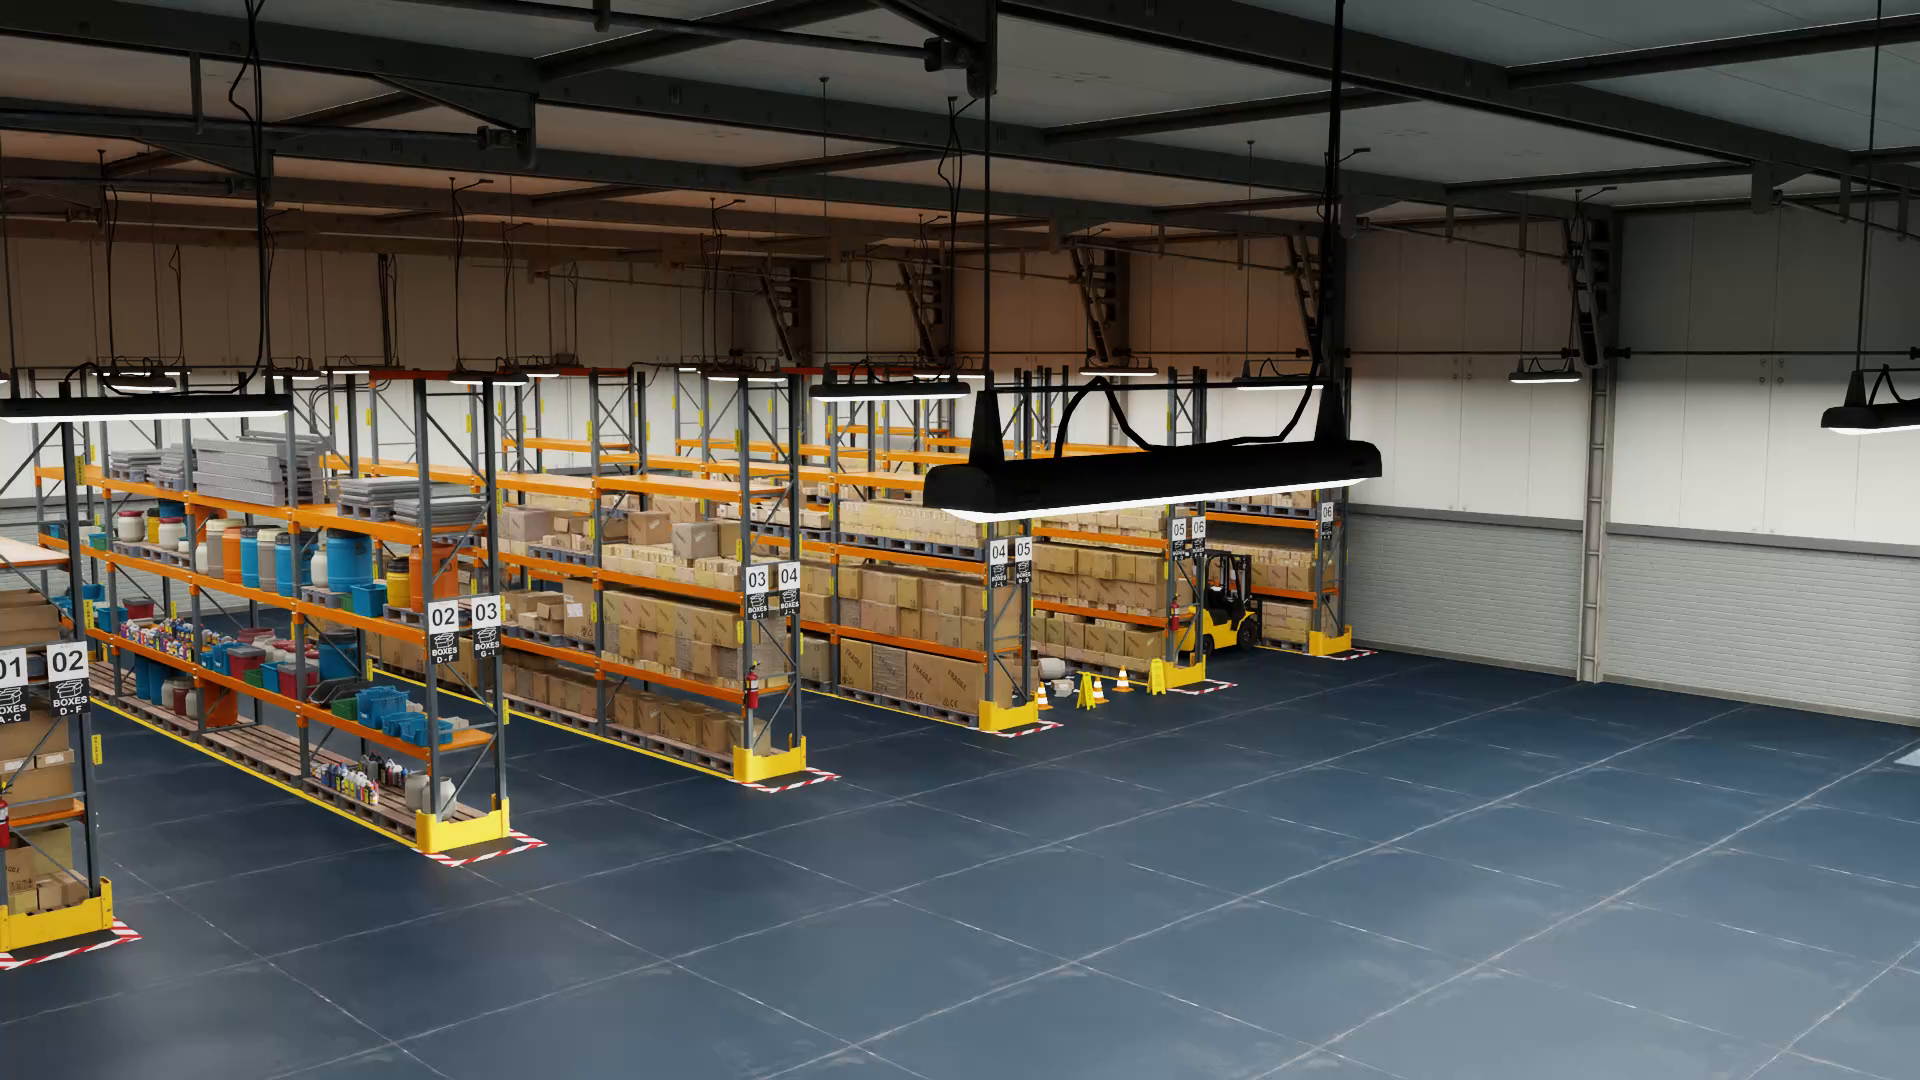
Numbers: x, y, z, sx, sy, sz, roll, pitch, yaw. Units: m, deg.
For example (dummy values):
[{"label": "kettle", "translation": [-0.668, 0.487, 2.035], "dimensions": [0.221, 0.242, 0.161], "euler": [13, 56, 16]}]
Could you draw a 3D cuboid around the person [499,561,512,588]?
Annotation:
[{"label": "person", "translation": [-11.600, 0.816, 42.344], "dimensions": [0.572, 1.505, 0.725], "euler": [-1, 6, -6]}]

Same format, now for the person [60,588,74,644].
[{"label": "person", "translation": [-18.140, 1.730, 33.722], "dimensions": [0.538, 1.638, 0.582], "euler": [-3, 7, -27]}]
